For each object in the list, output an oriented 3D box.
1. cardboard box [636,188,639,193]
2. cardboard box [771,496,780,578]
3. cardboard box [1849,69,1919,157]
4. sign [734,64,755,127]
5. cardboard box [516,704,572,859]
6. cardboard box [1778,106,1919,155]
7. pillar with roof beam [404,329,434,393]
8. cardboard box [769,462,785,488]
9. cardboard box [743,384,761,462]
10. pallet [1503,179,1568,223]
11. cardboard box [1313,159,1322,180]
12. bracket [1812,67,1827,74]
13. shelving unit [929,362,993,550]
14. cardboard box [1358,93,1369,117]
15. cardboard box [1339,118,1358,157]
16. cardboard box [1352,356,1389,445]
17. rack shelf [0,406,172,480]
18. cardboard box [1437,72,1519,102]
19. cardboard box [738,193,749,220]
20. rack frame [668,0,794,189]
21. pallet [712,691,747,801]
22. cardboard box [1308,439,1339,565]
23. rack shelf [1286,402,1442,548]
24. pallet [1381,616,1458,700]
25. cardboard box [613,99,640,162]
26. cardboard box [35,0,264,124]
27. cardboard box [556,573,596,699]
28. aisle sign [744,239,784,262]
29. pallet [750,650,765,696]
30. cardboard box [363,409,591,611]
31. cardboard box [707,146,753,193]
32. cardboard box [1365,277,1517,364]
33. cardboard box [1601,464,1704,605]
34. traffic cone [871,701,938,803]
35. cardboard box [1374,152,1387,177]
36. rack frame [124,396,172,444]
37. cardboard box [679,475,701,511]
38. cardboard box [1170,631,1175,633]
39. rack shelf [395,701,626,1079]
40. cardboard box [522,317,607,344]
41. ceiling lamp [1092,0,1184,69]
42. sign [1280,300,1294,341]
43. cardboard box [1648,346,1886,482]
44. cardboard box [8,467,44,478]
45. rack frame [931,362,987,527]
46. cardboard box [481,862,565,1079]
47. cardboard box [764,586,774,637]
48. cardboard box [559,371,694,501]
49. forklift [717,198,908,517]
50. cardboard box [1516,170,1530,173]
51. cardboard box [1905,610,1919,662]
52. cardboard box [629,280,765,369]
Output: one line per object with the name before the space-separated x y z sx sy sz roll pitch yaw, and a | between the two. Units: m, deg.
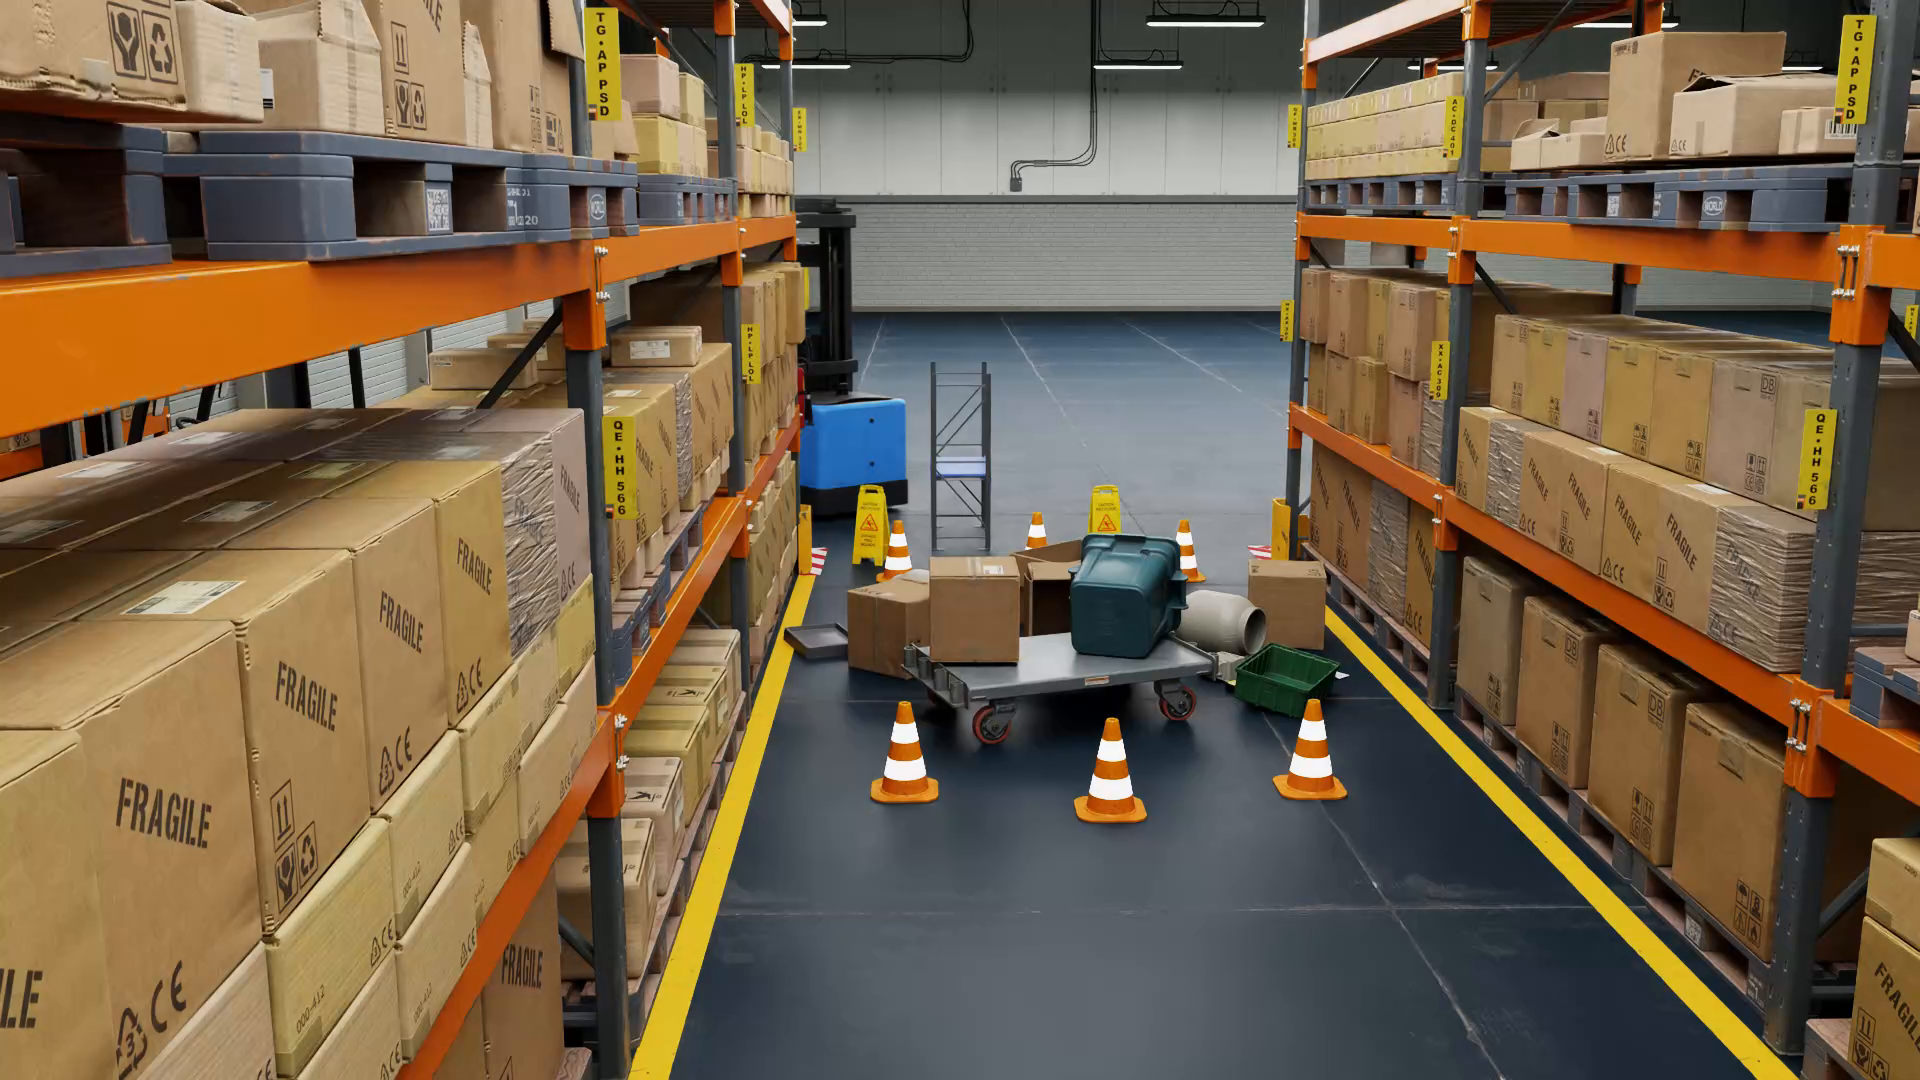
cardboard box | -1.981 -2.079 9.348 0.500 0.250 0.500 0 11 -2
cardboard box | -1.477 -0.003 11.005 0.500 0.500 0.500 0 11 2
cardboard box | 3.532 -1.521 5.885 0.500 0.311 0.500 0 11 -1
sign | -1.148 -2.369 8.858 0.100 0.325 0.005 0 11 -1
cardboard box | -1.324 0.620 4.337 0.500 0.250 0.500 0 11 0
cardboard box | 3.095 -1.424 5.768 0.380 0.166 0.250 0 11 -1
pillar with roof beam | -3.578 -6.425 23.595 9.100 9.000 0.400 0 11 -1
cardboard box | -1.427 -0.455 11.601 0.380 0.149 0.250 0 11 1
cardboard box | -1.433 -0.733 9.629 0.500 0.500 0.500 0 11 -1
pallet | 3.313 -1.685 8.255 0.805 0.209 1.217 -1 11 -3
cardboard box | 2.854 -2.767 12.434 0.380 0.149 0.250 0 11 -1
bracket | 22.826 -12.431 44.147 0.235 0.232 0.430 0 11 -1
shelving unit | -0.002 -0.752 14.494 0.538 1.500 1.048 0 11 -1
cardboard box | 2.881 -2.907 11.117 0.380 0.149 0.250 0 11 0
cardboard box | 2.938 -2.784 11.516 0.500 0.250 0.500 0 11 -2
cardboard box | 3.186 -0.959 11.365 0.875 0.550 0.500 0 11 -1
rack shelf | -6.706 -0.474 11.159 1.077 0.370 4.000 0 11 -1
cardboard box | 2.918 -2.554 9.379 0.380 0.149 0.250 0 11 -2
cardboard box | -1.411 -1.912 9.527 0.380 0.149 0.250 0 11 -1
rack frame | -1.785 -4.185 12.555 1.000 3.000 0.127 0 11 -1
pallet | -1.685 1.071 8.747 1.003 0.211 1.213 0 11 -1
cardboard box | 3.242 -0.315 12.857 0.875 0.875 0.875 0 11 -1
rack shelf | 3.203 -0.535 11.463 1.077 0.370 4.000 0 11 -1
pallet | 3.307 0.725 10.455 1.003 0.211 1.213 0 11 -1
cardboard box | -1.680 -1.478 6.498 0.797 0.503 0.637 0 11 -1
cardboard box | -1.213 -0.674 2.324 0.380 0.166 0.250 -1 12 -5
cardboard box | -1.356 0.269 4.809 0.500 0.250 0.500 0 11 -1
aisle sign | -1.496 -2.533 12.960 0.394 0.787 0.004 0 11 -1
pallet | -1.752 0.783 10.167 1.003 0.211 1.213 0 11 -1
cardboard box | -1.348 -0.092 4.702 0.500 0.500 0.500 -1 11 -3
cardboard box | -1.438 -2.081 9.356 0.500 0.250 0.500 0 11 -2
cardboard box | 3.251 -1.489 11.259 0.875 0.550 0.500 0 11 -1
cardboard box | 3.030 -0.031 6.917 0.500 0.500 0.500 0 11 -2
traffic cone | -0.277 1.034 8.298 0.336 0.463 0.334 0 11 -1
cardboard box | 2.889 -2.416 10.705 0.380 0.149 0.250 0 11 -2
rack frame | -6.748 -1.224 13.047 1.000 3.000 0.127 0 11 -1
cardboard box | -1.409 -0.229 7.717 0.380 0.149 0.250 0 11 -1
cardboard box | 1.367 0.516 11.350 0.396 0.266 0.258 2 12 9
rack shelf | -1.579 1.095 3.425 1.077 0.370 4.000 0 11 -1
cardboard box | -2.046 -1.073 8.618 0.380 0.149 0.250 0 11 -1
ceiling lamp | 3.962 -12.128 37.024 2.000 3.185 0.800 0 11 -1
sign | 2.607 -1.747 13.251 0.100 0.325 0.005 0 11 -1
cardboard box | 3.303 -0.526 6.841 0.700 0.500 0.500 0 11 -2
cardboard box | -6.913 -0.377 12.215 0.500 0.250 0.500 0 11 -1
rack frame | -0.012 -0.853 14.992 0.500 1.500 0.032 0 11 -1
cardboard box | -1.689 1.318 4.804 0.875 0.875 0.875 0 11 -2
cardboard box | -1.467 0.467 10.570 0.500 0.250 0.500 0 11 2
cardboard box | -1.436 -0.454 7.198 0.500 0.500 0.500 -1 11 -3
forklift | -1.809 -1.886 16.485 1.130 2.935 3.031 -9 15 -38
cardboard box | 3.566 -2.267 9.968 0.380 0.149 0.250 0 11 -1
cardboard box | 3.134 0.312 5.053 0.380 0.149 0.250 0 11 -2
cardboard box | -1.495 -1.223 9.529 0.700 0.500 0.500 0 11 -2
